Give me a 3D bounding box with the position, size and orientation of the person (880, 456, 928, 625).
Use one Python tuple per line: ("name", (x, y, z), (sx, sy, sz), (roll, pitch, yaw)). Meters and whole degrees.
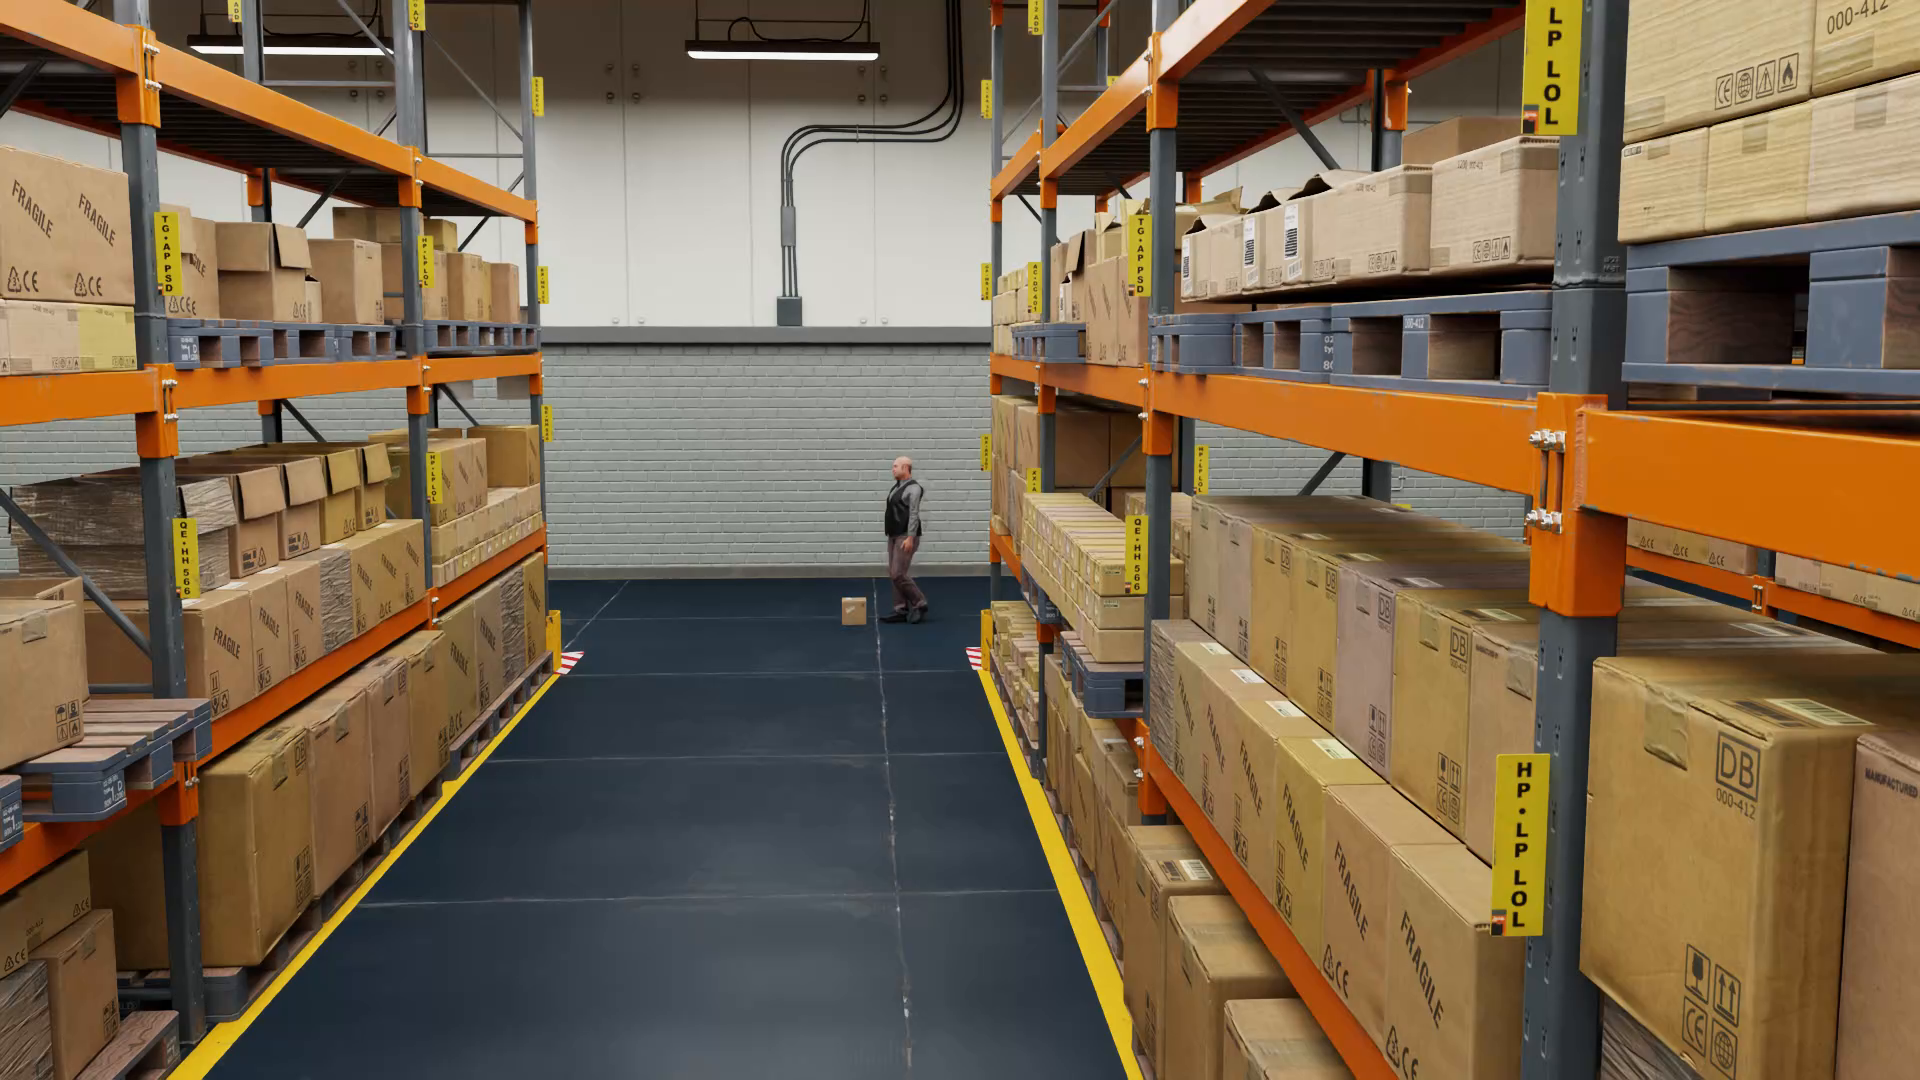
("person", (-0.604, -0.001, 17.318), (0.479, 1.736, 0.557), (-3, 8, -26))
